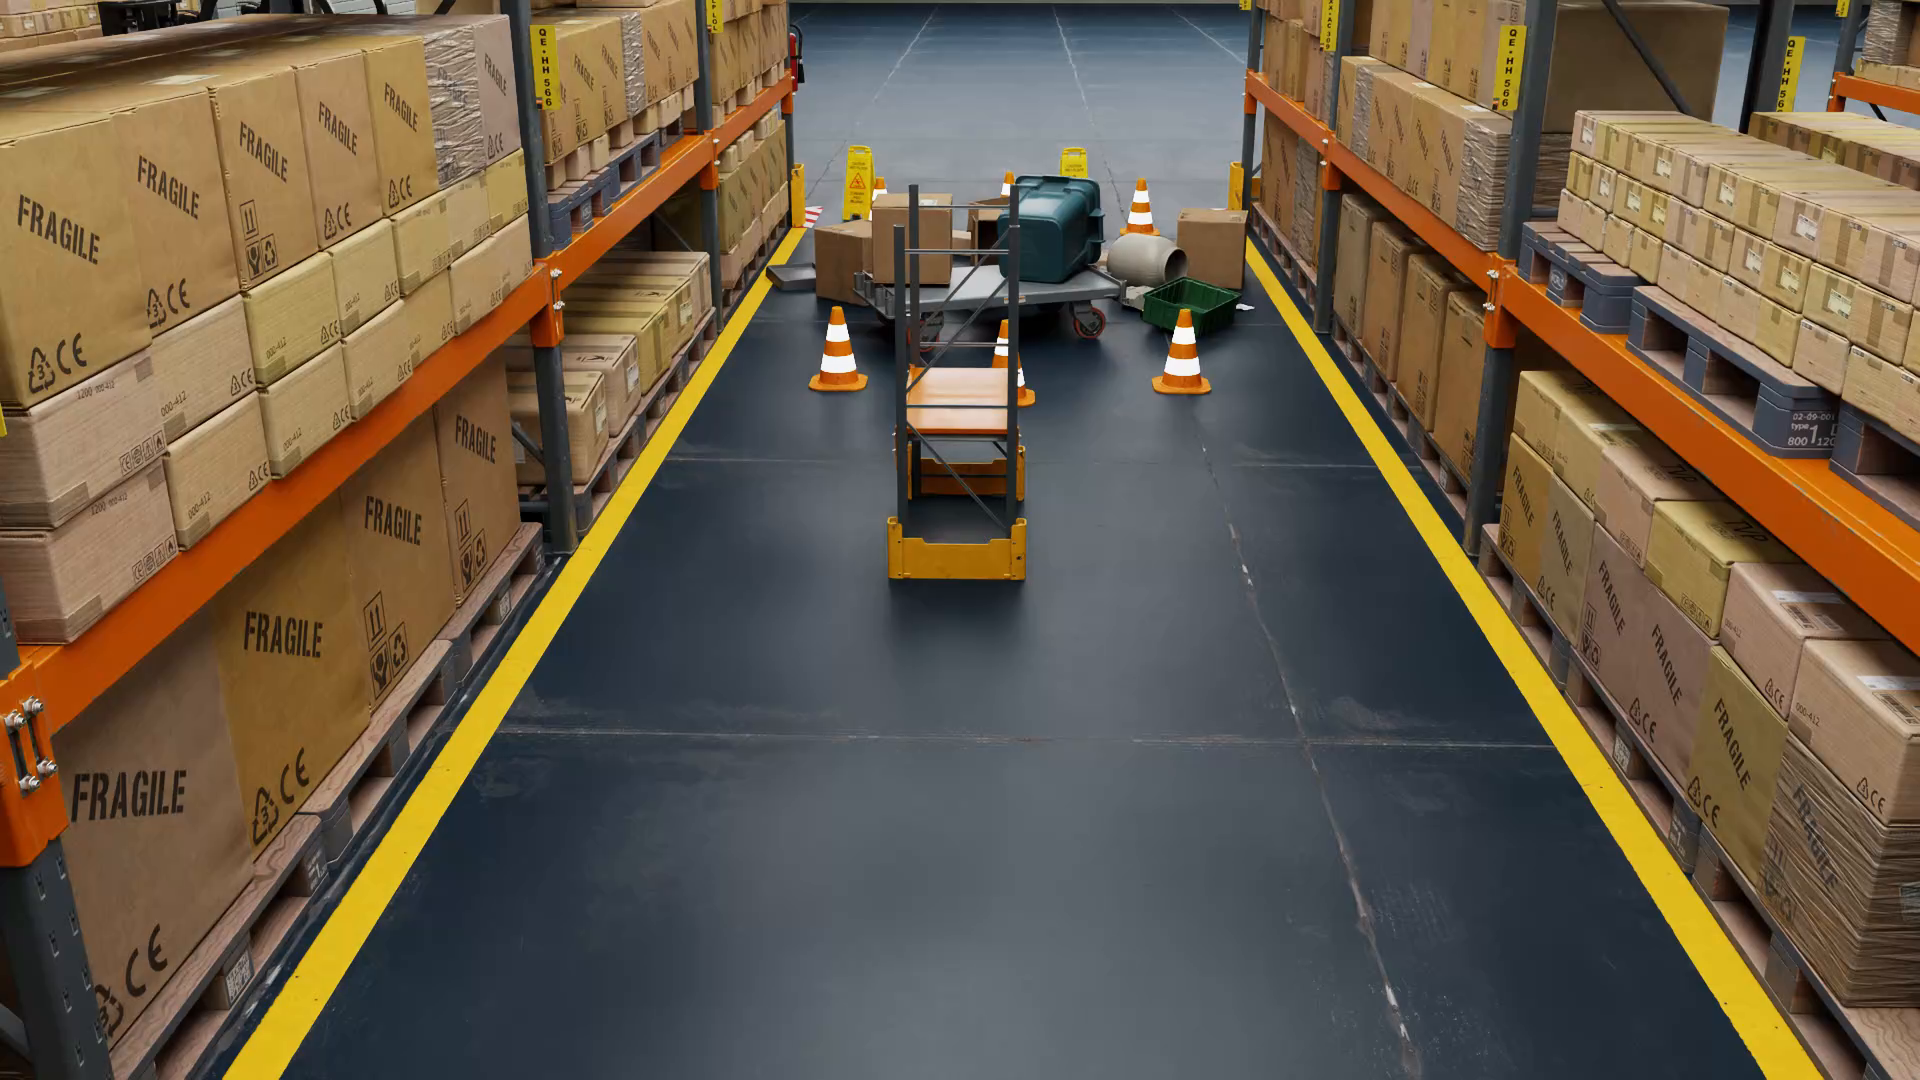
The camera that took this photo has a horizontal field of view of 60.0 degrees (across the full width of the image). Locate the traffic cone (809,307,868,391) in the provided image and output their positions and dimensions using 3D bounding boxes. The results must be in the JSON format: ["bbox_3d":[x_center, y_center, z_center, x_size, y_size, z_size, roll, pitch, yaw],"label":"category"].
[{"bbox_3d":[-0.726,-1.151,9.857,0.336,0.463,0.334,1,21,2],"label":"traffic cone"}]

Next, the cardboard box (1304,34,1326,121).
[{"bbox_3d":[2.857,-3.183,11.377,0.875,0.550,0.550,1,21,2],"label":"cardboard box"}]

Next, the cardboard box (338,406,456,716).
[{"bbox_3d":[-2.344,0.014,5.702,0.875,0.875,0.875,1,21,2],"label":"cardboard box"}]

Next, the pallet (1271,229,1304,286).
[{"bbox_3d":[2.999,-2.196,12.898,1.003,0.211,1.213,1,21,2],"label":"pallet"}]

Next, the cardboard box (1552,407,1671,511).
[{"bbox_3d":[2.464,-0.284,5.952,0.500,0.250,0.500,0,21,1],"label":"cardboard box"}]

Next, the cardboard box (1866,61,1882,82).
[{"bbox_3d":[7.666,-3.827,13.594,0.380,0.149,0.250,1,21,2],"label":"cardboard box"}]

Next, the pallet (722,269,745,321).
[{"bbox_3d":[-2.102,-1.741,11.724,1.003,0.211,1.213,1,21,2],"label":"pallet"}]

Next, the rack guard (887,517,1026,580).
[{"bbox_3d":[-0.013,0.036,7.091,0.587,0.250,0.087,1,21,2],"label":"rack guard"}]

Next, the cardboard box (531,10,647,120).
[{"bbox_3d":[-1.923,-2.454,8.577,0.500,0.500,0.500,0,21,0],"label":"cardboard box"}]

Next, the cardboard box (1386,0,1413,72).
[{"bbox_3d":[2.841,-2.927,9.406,0.700,0.500,0.500,0,21,1],"label":"cardboard box"}]

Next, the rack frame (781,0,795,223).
[{"bbox_3d":[-1.966,-4.244,14.321,1.000,3.000,0.127,1,21,2],"label":"rack frame"}]

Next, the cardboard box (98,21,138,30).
[{"bbox_3d":[-6.720,-3.790,13.013,0.500,0.500,0.500,0,21,1],"label":"cardboard box"}]

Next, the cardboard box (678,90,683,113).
[{"bbox_3d":[-1.853,-2.592,9.830,0.380,0.149,0.250,0,21,0],"label":"cardboard box"}]

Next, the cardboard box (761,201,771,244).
[{"bbox_3d":[-1.755,-2.486,13.011,0.500,0.250,0.500,0,21,0],"label":"cardboard box"}]

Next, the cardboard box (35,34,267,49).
[{"bbox_3d":[-2.505,-1.322,5.270,0.500,0.500,0.500,1,21,3],"label":"cardboard box"}]

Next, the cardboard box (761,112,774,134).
[{"bbox_3d":[-1.684,-3.293,13.157,0.380,0.149,0.250,1,21,3],"label":"cardboard box"}]

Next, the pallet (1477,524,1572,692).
[{"bbox_3d":[2.717,0.249,6.596,1.003,0.211,1.213,1,21,2],"label":"pallet"}]

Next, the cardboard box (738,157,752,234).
[{"bbox_3d":[-1.795,-2.465,11.920,0.500,0.500,0.500,1,21,4],"label":"cardboard box"}]

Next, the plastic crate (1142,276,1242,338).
[{"bbox_3d":[1.559,-1.573,11.244,0.450,0.188,0.662,23,29,25],"label":"plastic crate"}]

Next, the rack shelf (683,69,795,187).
[{"bbox_3d":[-2.026,-3.186,12.587,1.077,0.370,4.000,1,21,2],"label":"rack shelf"}]

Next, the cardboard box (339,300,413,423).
[{"bbox_3d":[-1.983,-0.545,4.993,0.500,0.250,0.500,0,21,1],"label":"cardboard box"}]

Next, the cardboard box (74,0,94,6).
[{"bbox_3d":[-6.768,-4.099,12.499,0.380,0.149,0.250,1,21,2],"label":"cardboard box"}]

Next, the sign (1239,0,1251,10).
[{"bbox_3d":[2.431,-4.675,14.125,0.100,0.325,0.005,1,21,2],"label":"sign"}]

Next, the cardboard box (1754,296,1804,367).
[{"bbox_3d":[2.471,-0.583,4.651,0.380,0.149,0.250,2,21,4],"label":"cardboard box"}]

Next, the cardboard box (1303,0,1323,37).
[{"bbox_3d":[2.810,-3.686,11.183,0.875,0.550,0.550,1,21,2],"label":"cardboard box"}]

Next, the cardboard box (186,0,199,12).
[{"bbox_3d":[-6.658,-4.518,13.991,0.380,0.149,0.250,1,21,2],"label":"cardboard box"}]

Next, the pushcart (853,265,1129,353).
[{"bbox_3d":[0.193,-1.568,11.049,1.648,0.377,0.936,-7,22,-17],"label":"pushcart"}]

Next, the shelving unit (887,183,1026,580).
[{"bbox_3d":[0.002,-0.727,7.329,0.587,1.500,1.083,1,21,2],"label":"shelving unit"}]

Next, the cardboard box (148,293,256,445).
[{"bbox_3d":[-2.048,-0.413,3.964,0.500,0.250,0.500,1,21,2],"label":"cardboard box"}]

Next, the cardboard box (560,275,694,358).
[{"bbox_3d":[-2.119,-1.319,9.834,0.950,0.372,0.625,2,21,5],"label":"cardboard box"}]

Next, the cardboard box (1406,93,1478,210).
[{"bbox_3d":[2.519,-1.907,8.159,0.500,0.500,0.500,0,21,1],"label":"cardboard box"}]

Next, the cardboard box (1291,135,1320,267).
[{"bbox_3d":[2.976,-2.538,12.279,0.875,0.875,0.875,1,21,2],"label":"cardboard box"}]

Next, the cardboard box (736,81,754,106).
[{"bbox_3d":[-1.709,-3.254,12.115,0.380,0.149,0.250,1,21,2],"label":"cardboard box"}]

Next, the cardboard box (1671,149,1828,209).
[{"bbox_3d":[2.502,-1.145,5.278,0.380,0.149,0.250,2,21,4],"label":"cardboard box"}]

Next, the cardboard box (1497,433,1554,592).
[{"bbox_3d":[2.465,-0.111,6.544,0.500,0.500,0.500,0,21,-1],"label":"cardboard box"}]

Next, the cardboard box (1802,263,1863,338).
[{"bbox_3d":[2.465,-0.629,4.358,0.380,0.149,0.250,0,21,-1],"label":"cardboard box"}]

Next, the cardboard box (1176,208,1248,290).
[{"bbox_3d":[1.885,-2.188,12.474,0.500,0.500,0.500,4,22,11],"label":"cardboard box"}]

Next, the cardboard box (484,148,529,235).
[{"bbox_3d":[-1.970,-1.337,6.344,0.500,0.250,0.500,1,21,1],"label":"cardboard box"}]

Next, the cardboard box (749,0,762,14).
[{"bbox_3d":[-1.777,-3.972,11.687,0.700,0.500,0.500,0,21,0],"label":"cardboard box"}]

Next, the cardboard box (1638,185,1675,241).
[{"bbox_3d":[2.508,-1.093,5.554,0.380,0.149,0.250,1,21,2],"label":"cardboard box"}]

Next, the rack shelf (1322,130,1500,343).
[{"bbox_3d":[2.803,-1.721,8.813,1.077,0.370,4.000,1,21,2],"label":"rack shelf"}]

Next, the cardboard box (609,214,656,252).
[{"bbox_3d":[-2.338,-2.278,11.438,0.500,0.500,0.500,0,21,1],"label":"cardboard box"}]

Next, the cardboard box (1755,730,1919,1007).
[{"bbox_3d":[2.391,0.812,4.165,0.500,0.500,0.500,0,21,1],"label":"cardboard box"}]

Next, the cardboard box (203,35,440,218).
[{"bbox_3d":[-1.992,-1.309,5.237,0.500,0.500,0.500,1,21,2],"label":"cardboard box"}]

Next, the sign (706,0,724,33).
[{"bbox_3d":[-1.532,-3.333,10.371,0.100,0.325,0.005,1,21,2],"label":"sign"}]

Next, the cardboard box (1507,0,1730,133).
[{"bbox_3d":[2.765,-2.009,7.039,0.700,0.500,0.500,1,21,1],"label":"cardboard box"}]

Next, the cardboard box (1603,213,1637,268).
[{"bbox_3d":[2.510,-1.058,5.876,0.380,0.149,0.250,2,21,4],"label":"cardboard box"}]

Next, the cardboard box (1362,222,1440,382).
[{"bbox_3d":[2.901,-1.353,9.398,1.050,0.750,0.750,1,21,2],"label":"cardboard box"}]

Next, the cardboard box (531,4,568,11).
[{"bbox_3d":[-2.432,-2.653,9.089,0.500,0.500,0.500,1,21,1],"label":"cardboard box"}]

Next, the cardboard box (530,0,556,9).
[{"bbox_3d":[-2.385,-2.921,8.884,0.380,0.149,0.250,2,21,5],"label":"cardboard box"}]

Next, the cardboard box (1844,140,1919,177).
[{"bbox_3d":[3.163,-1.225,5.485,0.380,0.149,0.250,1,21,3],"label":"cardboard box"}]

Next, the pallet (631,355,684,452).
[{"bbox_3d":[-2.144,-0.774,9.232,1.003,0.211,1.213,1,21,2],"label":"pallet"}]

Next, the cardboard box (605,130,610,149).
[{"bbox_3d":[-1.989,-2.036,8.396,0.380,0.149,0.250,1,21,4],"label":"cardboard box"}]

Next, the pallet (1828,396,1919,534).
[{"bbox_3d":[2.789,-0.073,3.835,1.003,0.211,1.213,1,21,2],"label":"pallet"}]

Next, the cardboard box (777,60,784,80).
[{"bbox_3d":[-1.660,-3.897,13.772,0.380,0.149,0.250,0,21,1],"label":"cardboard box"}]

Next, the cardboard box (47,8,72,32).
[{"bbox_3d":[-6.709,-3.775,12.077,0.380,0.149,0.250,0,21,0],"label":"cardboard box"}]

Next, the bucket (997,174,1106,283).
[{"bbox_3d":[0.563,-2.037,11.056,0.726,0.611,0.620,8,33,20],"label":"bucket"}]

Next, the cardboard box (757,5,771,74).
[{"bbox_3d":[-1.745,-3.868,12.802,0.500,0.500,0.500,1,21,1],"label":"cardboard box"}]

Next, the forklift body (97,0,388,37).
[{"bbox_3d":[-5.161,-3.196,12.793,2.313,2.155,1.214,1,21,2],"label":"forklift body"}]

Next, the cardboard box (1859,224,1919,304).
[{"bbox_3d":[2.462,-0.676,4.069,0.380,0.149,0.250,1,21,1],"label":"cardboard box"}]
